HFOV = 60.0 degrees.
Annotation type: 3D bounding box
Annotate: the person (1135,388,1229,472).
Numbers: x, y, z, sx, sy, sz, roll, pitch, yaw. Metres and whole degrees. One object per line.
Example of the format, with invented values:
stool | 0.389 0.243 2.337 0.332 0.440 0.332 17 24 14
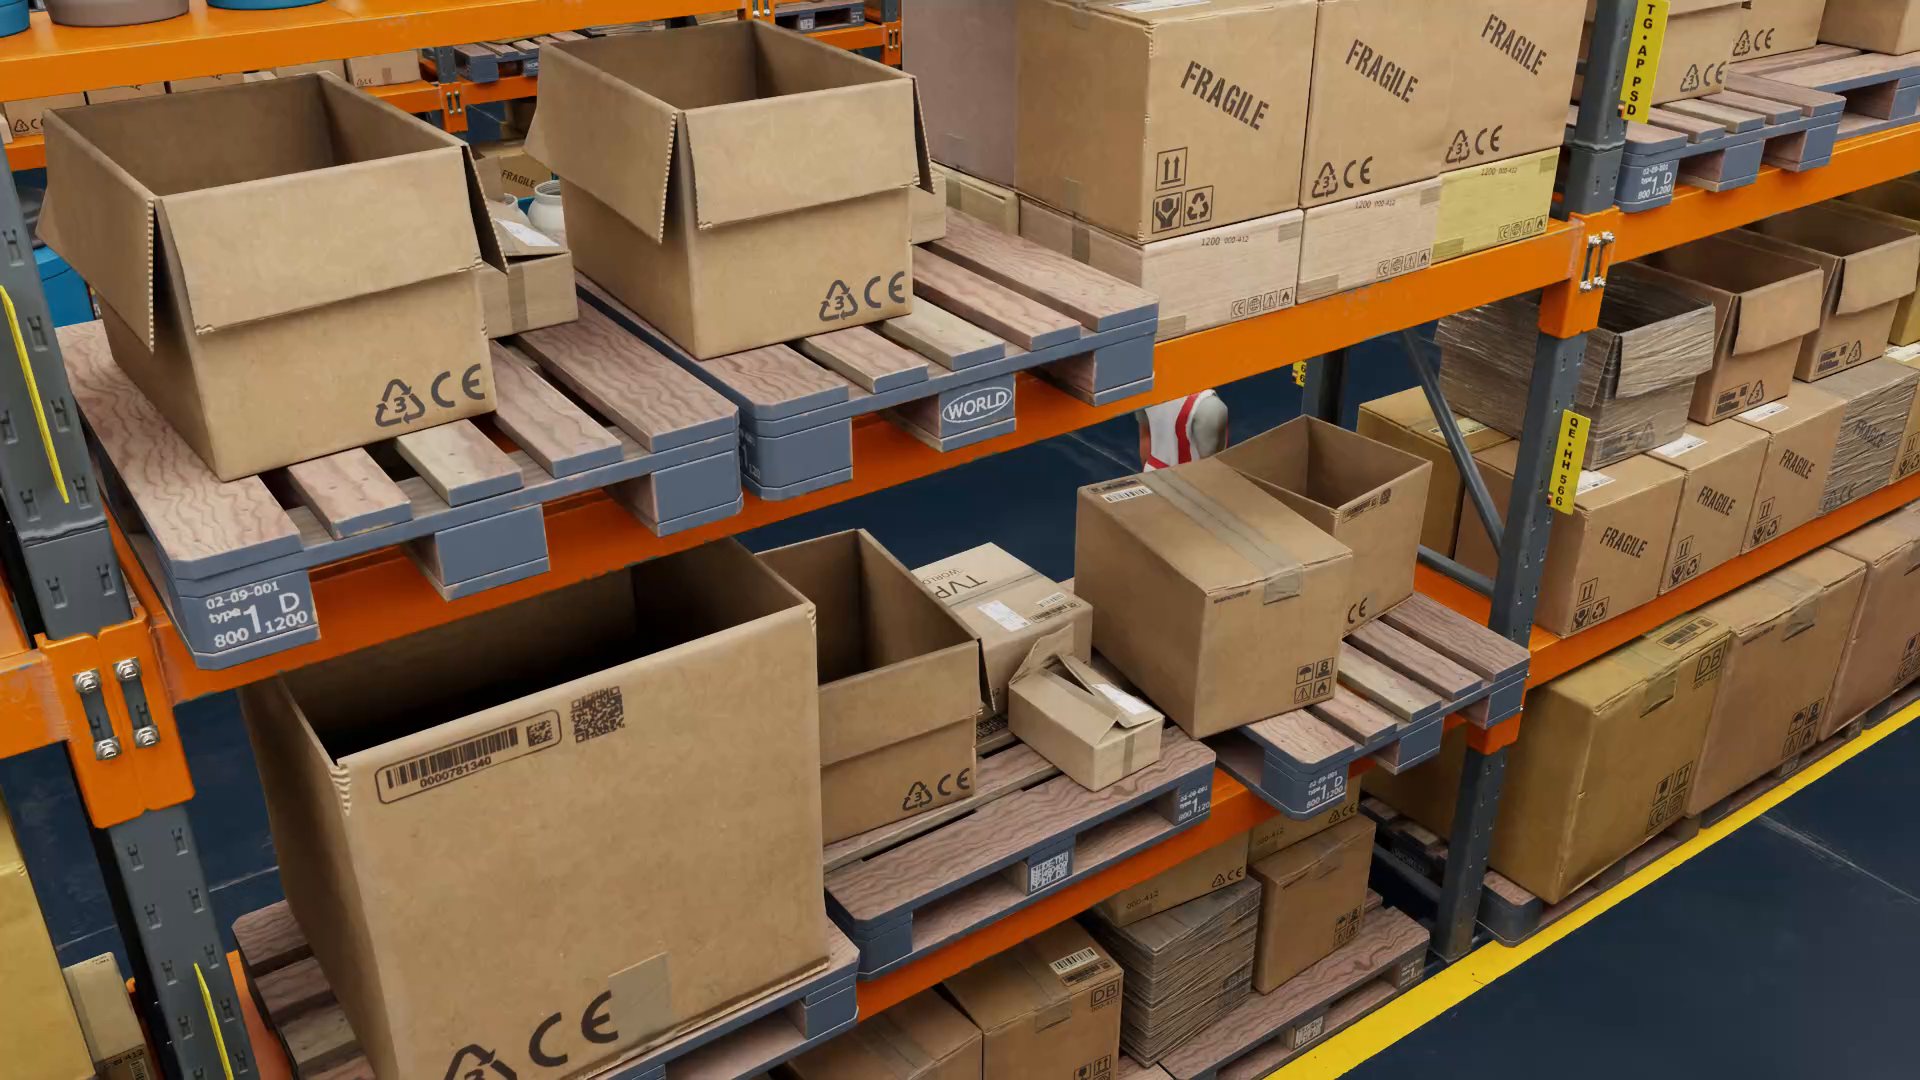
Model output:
person | 1.006 -0.187 7.450 0.356 1.790 0.522 -18 33 -30
